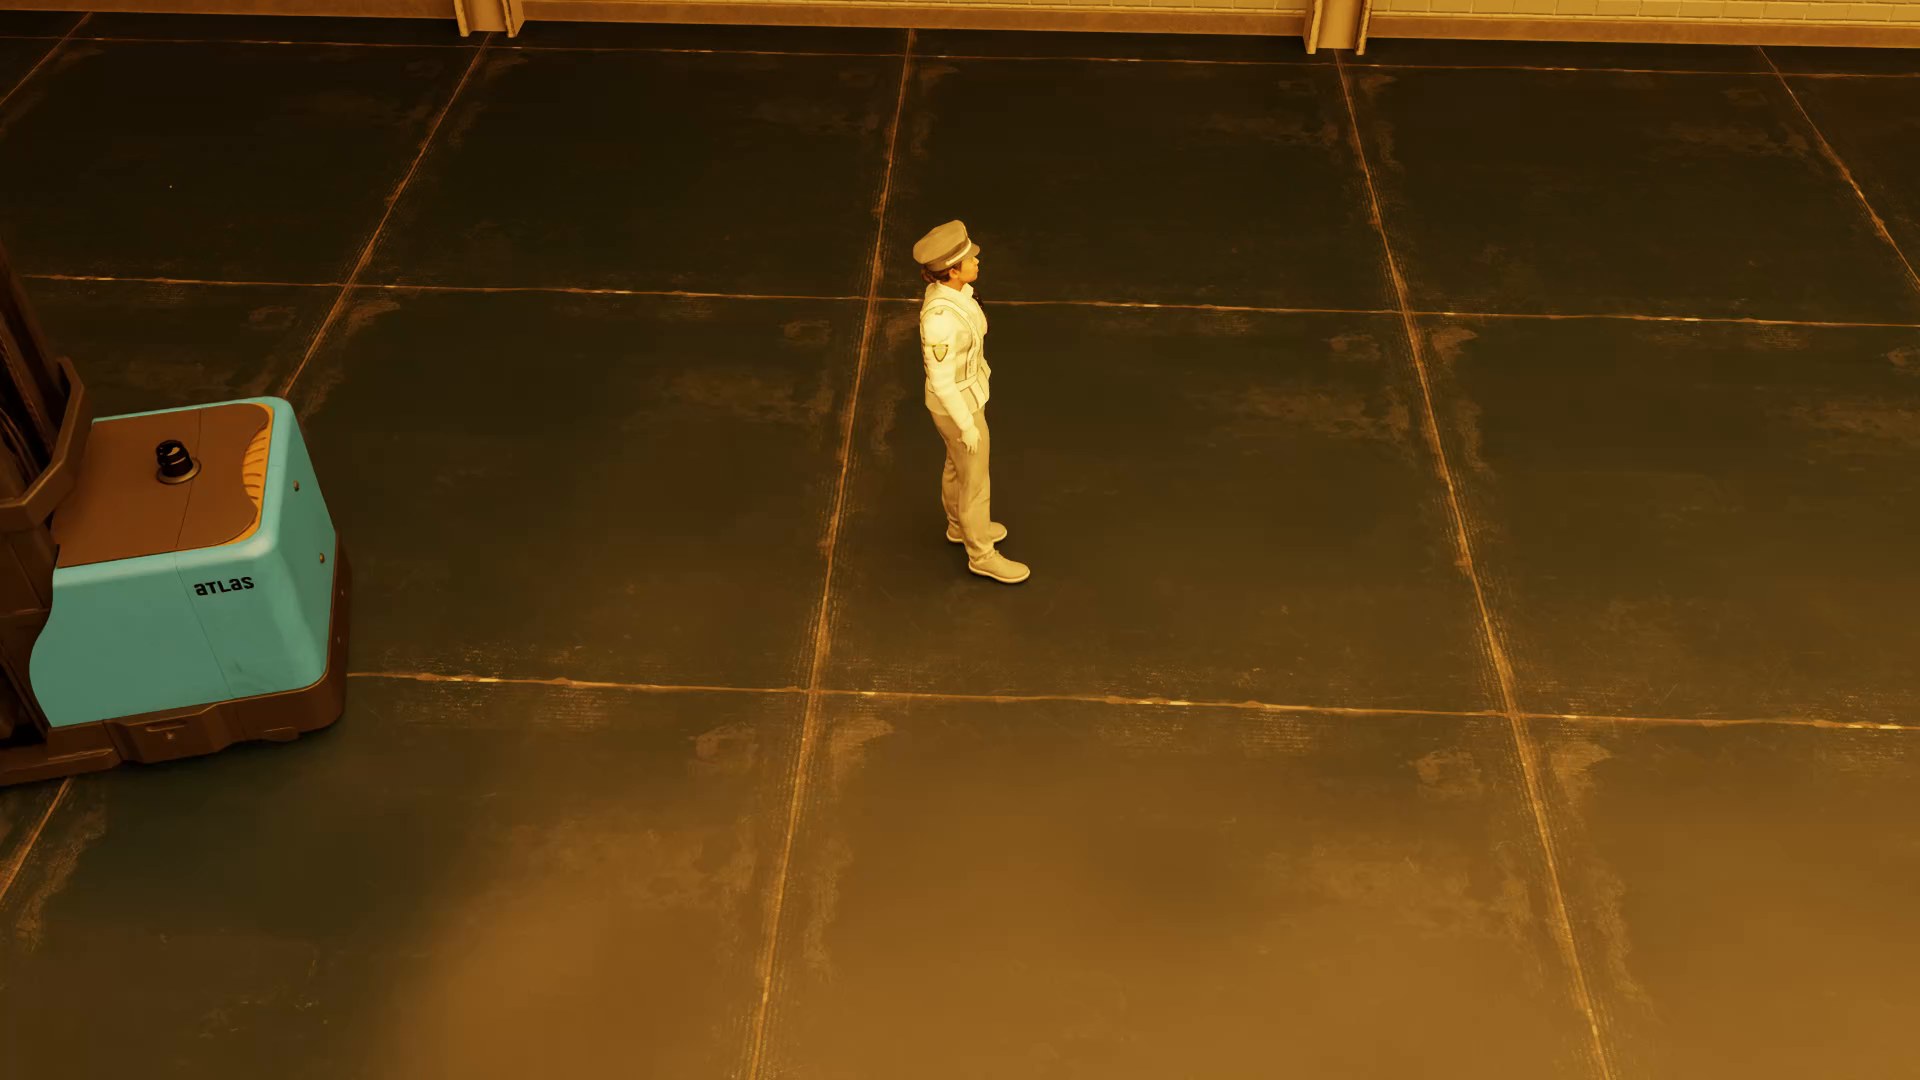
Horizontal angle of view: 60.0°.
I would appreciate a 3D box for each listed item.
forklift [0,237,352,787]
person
[{"bbox_3d":[-4.178,-0.372,6.150,3.031,2.935,1.130,-9,43,-9],"label":"forklift"},{"bbox_3d":[0.068,-0.624,7.333,0.530,1.694,0.587,2,42,2],"label":"person"}]
